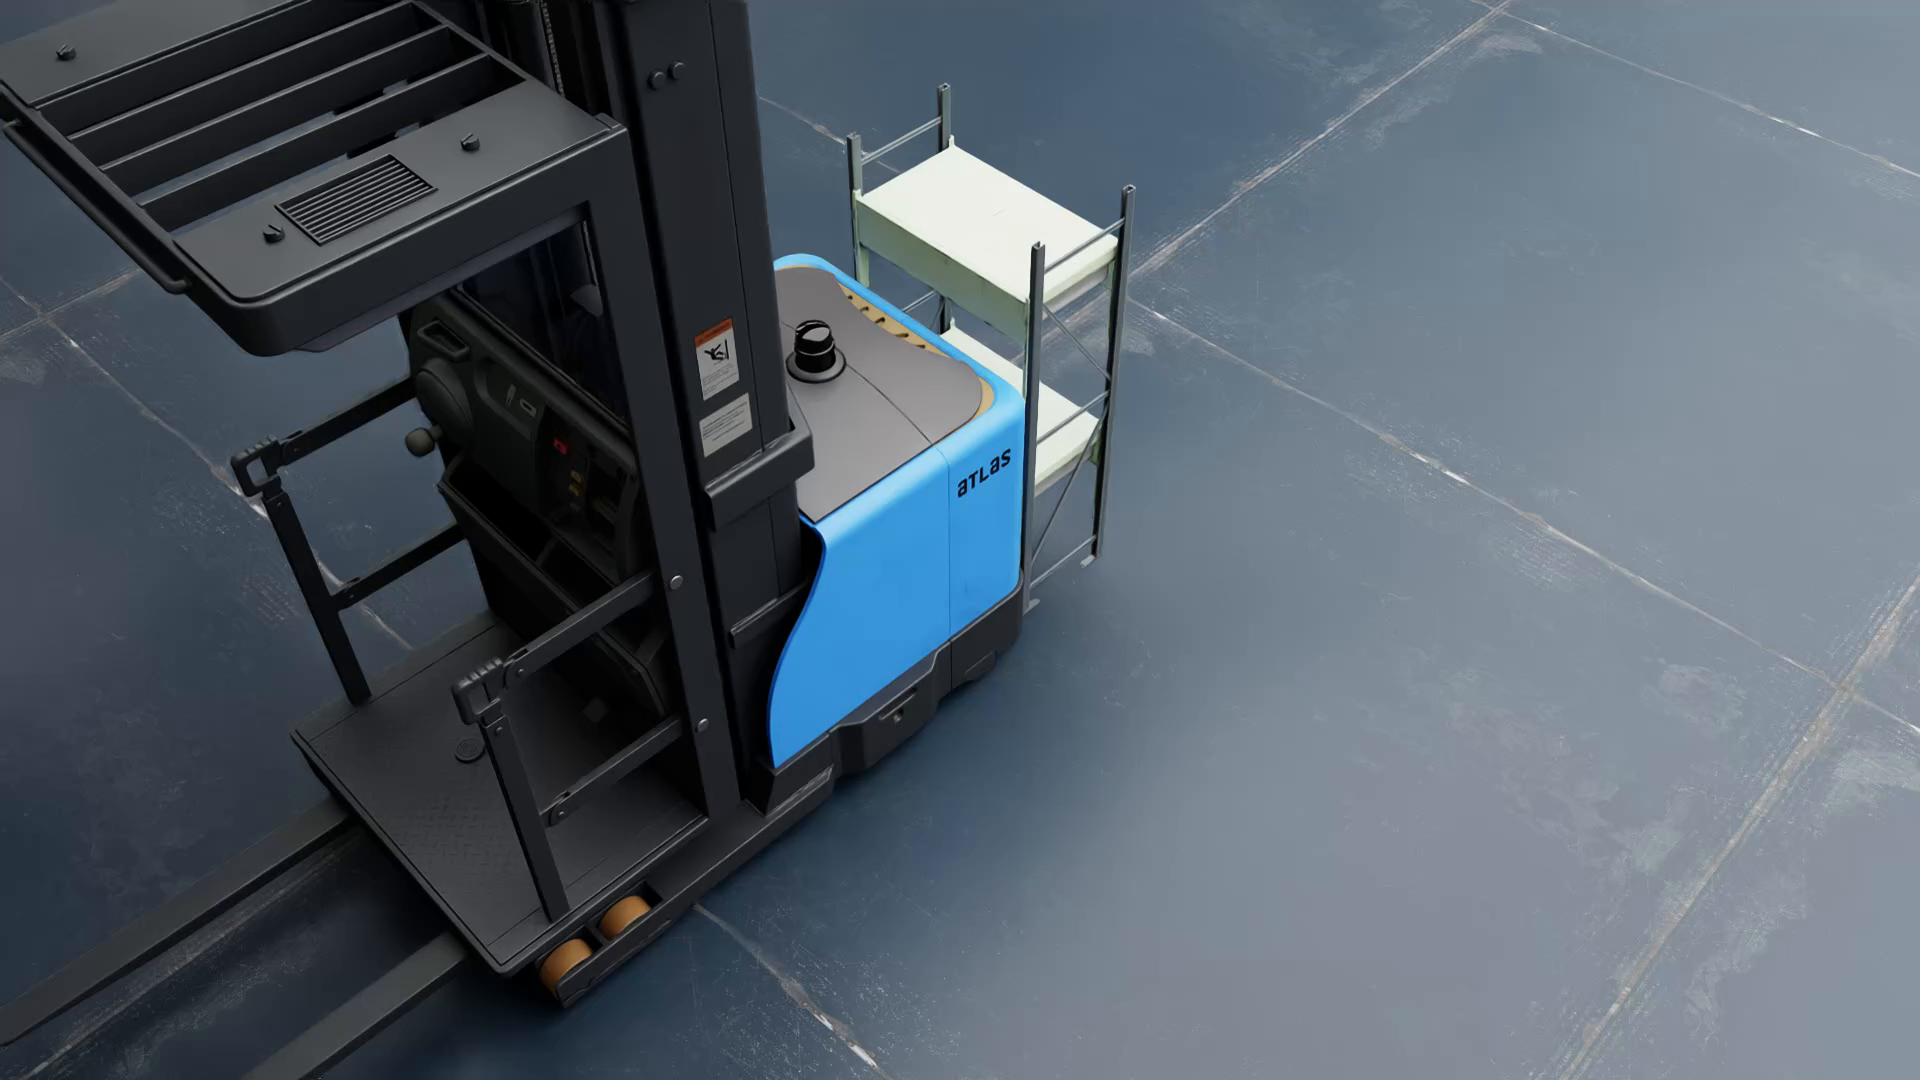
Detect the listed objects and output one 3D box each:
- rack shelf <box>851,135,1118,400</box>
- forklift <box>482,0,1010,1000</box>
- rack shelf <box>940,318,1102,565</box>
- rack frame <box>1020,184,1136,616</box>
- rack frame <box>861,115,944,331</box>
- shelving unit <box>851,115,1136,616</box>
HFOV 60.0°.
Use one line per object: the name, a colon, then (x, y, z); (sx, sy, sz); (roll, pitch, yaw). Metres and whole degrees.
rack shelf: (0.080, -0.824, 4.959); (0.431, 0.370, 0.720); (-36, 56, -29)
forklift: (2.451, -8.362, 11.634); (21.805, 2.867, 12.119); (-35, 56, -29)
rack shelf: (0.080, -0.333, 5.482); (0.431, 0.370, 0.720); (-36, 56, -29)
rack frame: (0.339, -0.368, 5.066); (0.400, 1.500, 0.023); (-36, 56, -29)
rack frame: (-0.177, -0.746, 5.422); (0.380, 1.308, 0.010); (-36, 56, -29)
shelving unit: (0.083, -0.555, 5.242); (0.431, 1.500, 0.748); (-36, 56, -29)
